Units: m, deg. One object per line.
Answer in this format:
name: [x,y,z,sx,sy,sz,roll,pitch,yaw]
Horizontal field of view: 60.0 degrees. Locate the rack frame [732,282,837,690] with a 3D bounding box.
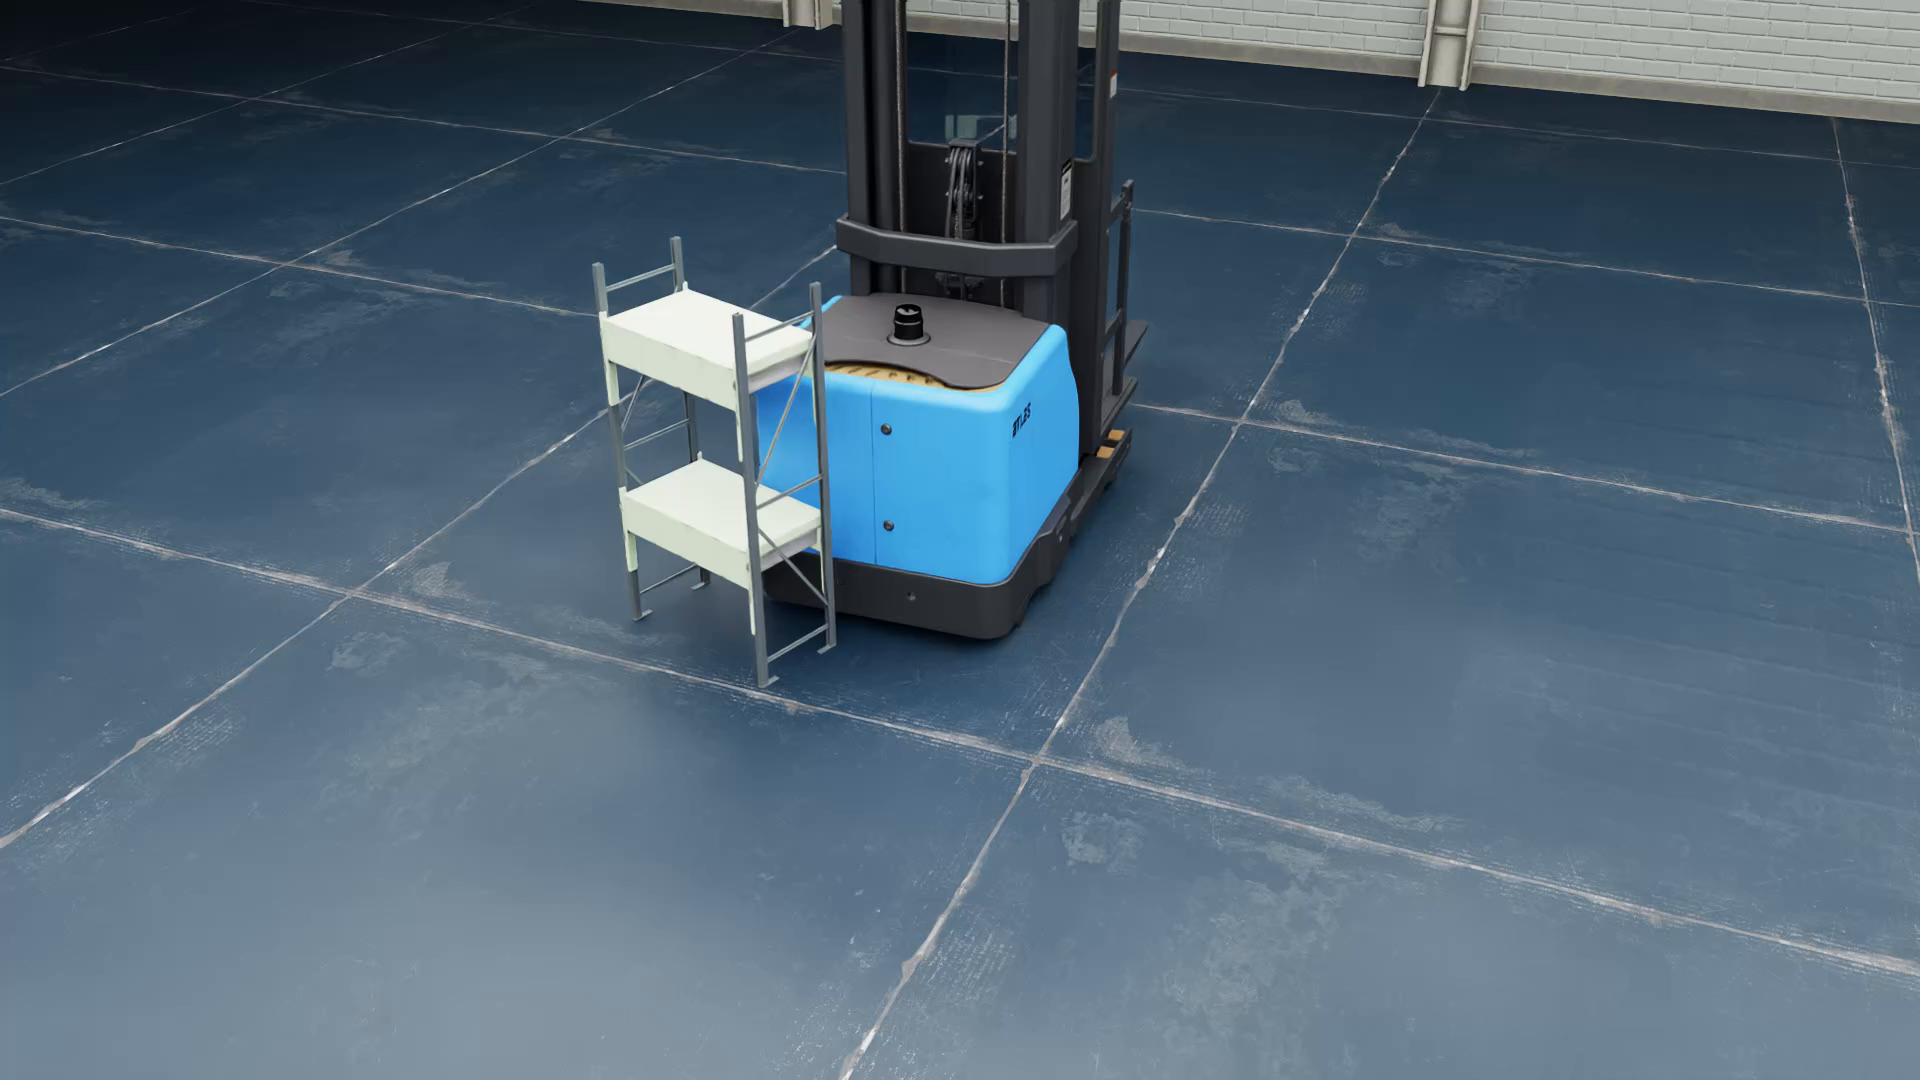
rack frame: [-0.622,-0.168,6.023,0.023,1.500,0.400,23,37,34]

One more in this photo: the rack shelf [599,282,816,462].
rack shelf: [-0.900,-0.625,6.038,0.720,0.370,0.431,23,37,34]

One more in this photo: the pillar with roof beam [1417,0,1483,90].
pillar with roof beam: [2.482,-5.818,8.399,0.400,9.000,9.100,11,31,19]

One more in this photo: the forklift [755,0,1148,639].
forklift: [0.177,-1.603,7.108,1.130,2.935,3.031,10,31,17]

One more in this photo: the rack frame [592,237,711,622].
rack frame: [-1.178,-0.402,6.437,0.023,1.500,0.400,23,37,34]

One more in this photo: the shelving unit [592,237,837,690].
shelving unit: [-0.900,-0.285,6.230,0.755,1.500,0.431,23,37,34]

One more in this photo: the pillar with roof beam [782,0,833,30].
pillar with roof beam: [-3.078,-6.928,10.363,0.400,9.000,9.100,11,31,19]

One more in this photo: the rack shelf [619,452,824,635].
rack shelf: [-0.900,-0.001,6.391,0.720,0.370,0.431,23,37,34]
